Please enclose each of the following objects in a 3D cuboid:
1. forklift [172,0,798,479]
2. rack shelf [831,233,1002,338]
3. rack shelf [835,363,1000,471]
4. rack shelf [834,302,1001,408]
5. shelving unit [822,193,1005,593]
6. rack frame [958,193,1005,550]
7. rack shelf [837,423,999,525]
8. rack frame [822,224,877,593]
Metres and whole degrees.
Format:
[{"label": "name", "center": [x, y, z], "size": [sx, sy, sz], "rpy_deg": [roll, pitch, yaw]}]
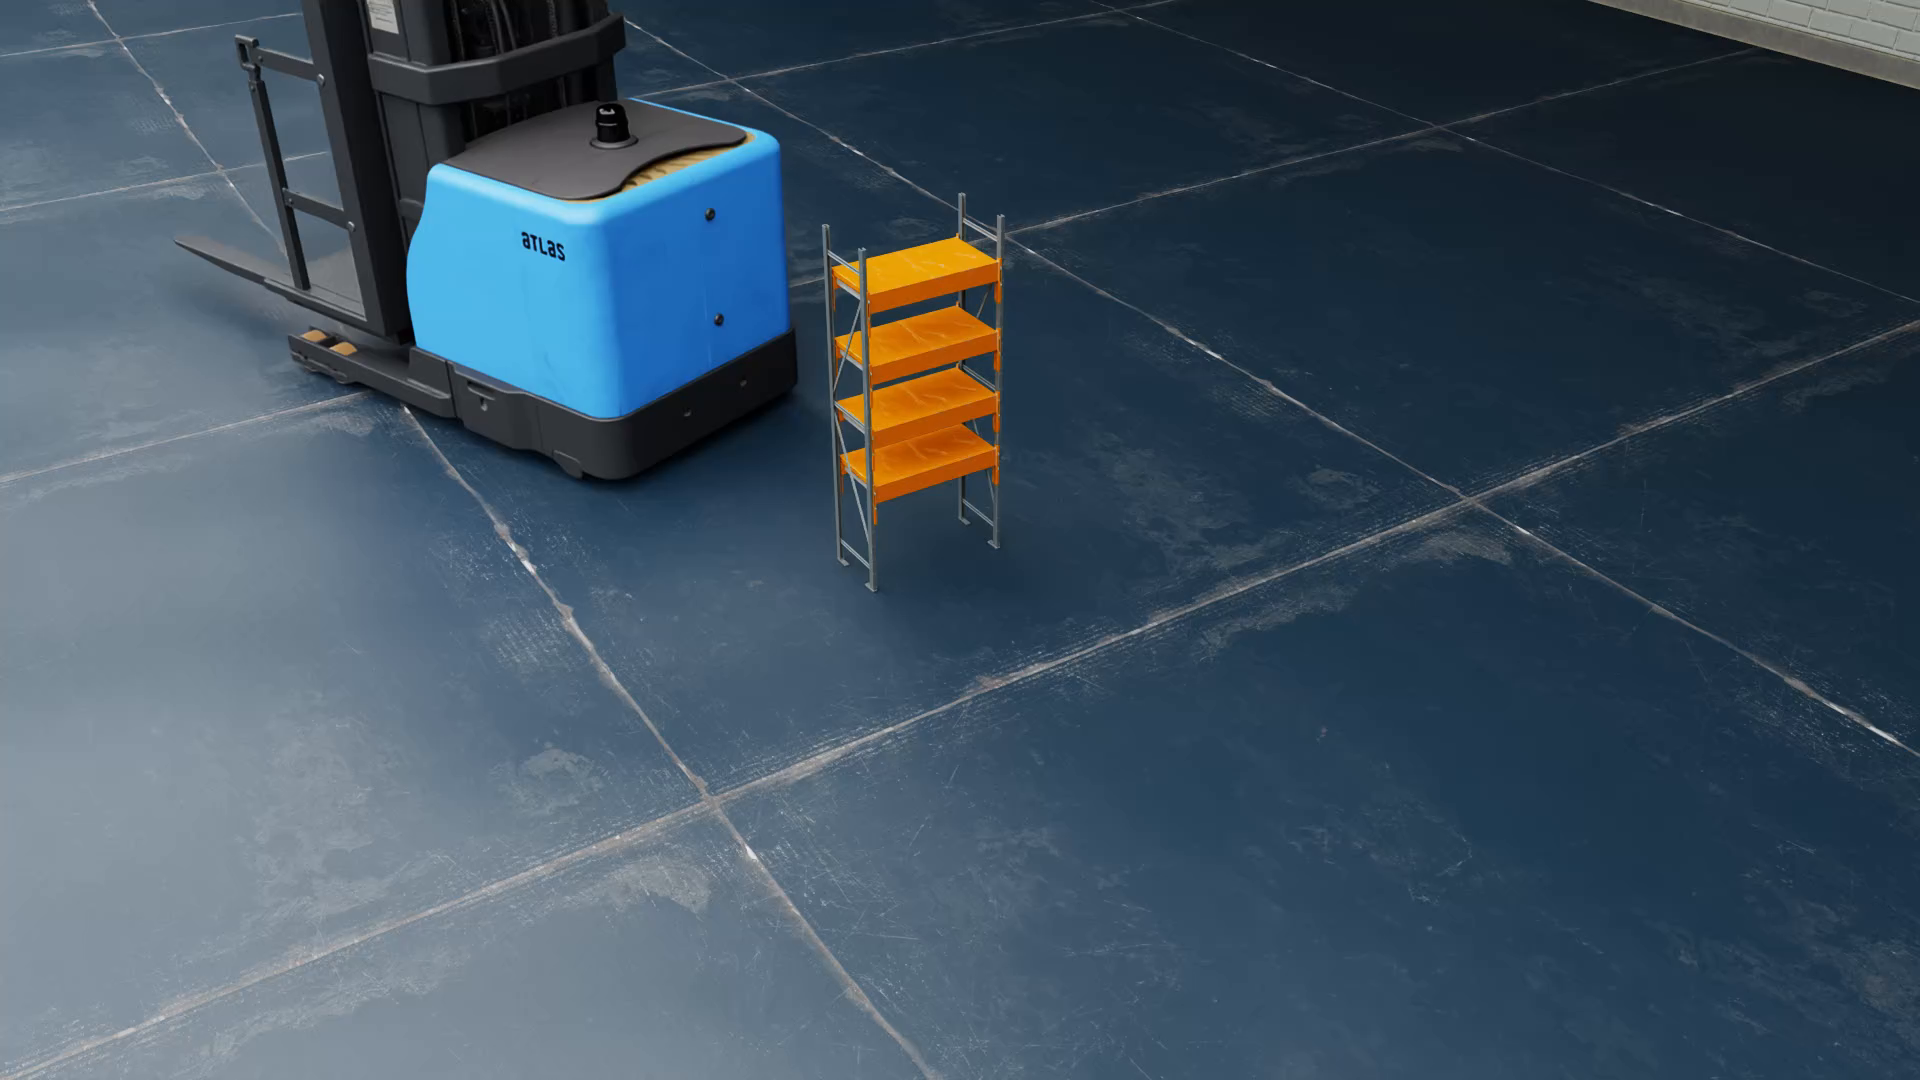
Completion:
[{"label": "forklift", "center": [-2.132, -2.077, 6.295], "size": [3.031, 2.935, 1.130], "rpy_deg": [21, 38, 30]}, {"label": "rack shelf", "center": [-0.139, -0.792, 5.144], "size": [0.480, 0.148, 0.258], "rpy_deg": [-19, 37, -27]}, {"label": "rack shelf", "center": [-0.139, -0.403, 5.390], "size": [0.480, 0.148, 0.258], "rpy_deg": [-19, 37, -27]}, {"label": "rack shelf", "center": [-0.139, -0.592, 5.271], "size": [0.480, 0.148, 0.258], "rpy_deg": [-19, 37, -27]}, {"label": "shelving unit", "center": [-0.139, -0.460, 5.354], "size": [0.503, 1.200, 0.258], "rpy_deg": [-19, 37, -27]}, {"label": "rack frame", "center": [0.066, -0.530, 5.466], "size": [0.015, 1.200, 0.240], "rpy_deg": [-19, 37, -27]}, {"label": "rack shelf", "center": [-0.139, -0.235, 5.496], "size": [0.480, 0.148, 0.258], "rpy_deg": [-19, 37, -27]}, {"label": "rack frame", "center": [-0.344, -0.389, 5.242], "size": [0.015, 1.200, 0.240], "rpy_deg": [-19, 37, -27]}]
